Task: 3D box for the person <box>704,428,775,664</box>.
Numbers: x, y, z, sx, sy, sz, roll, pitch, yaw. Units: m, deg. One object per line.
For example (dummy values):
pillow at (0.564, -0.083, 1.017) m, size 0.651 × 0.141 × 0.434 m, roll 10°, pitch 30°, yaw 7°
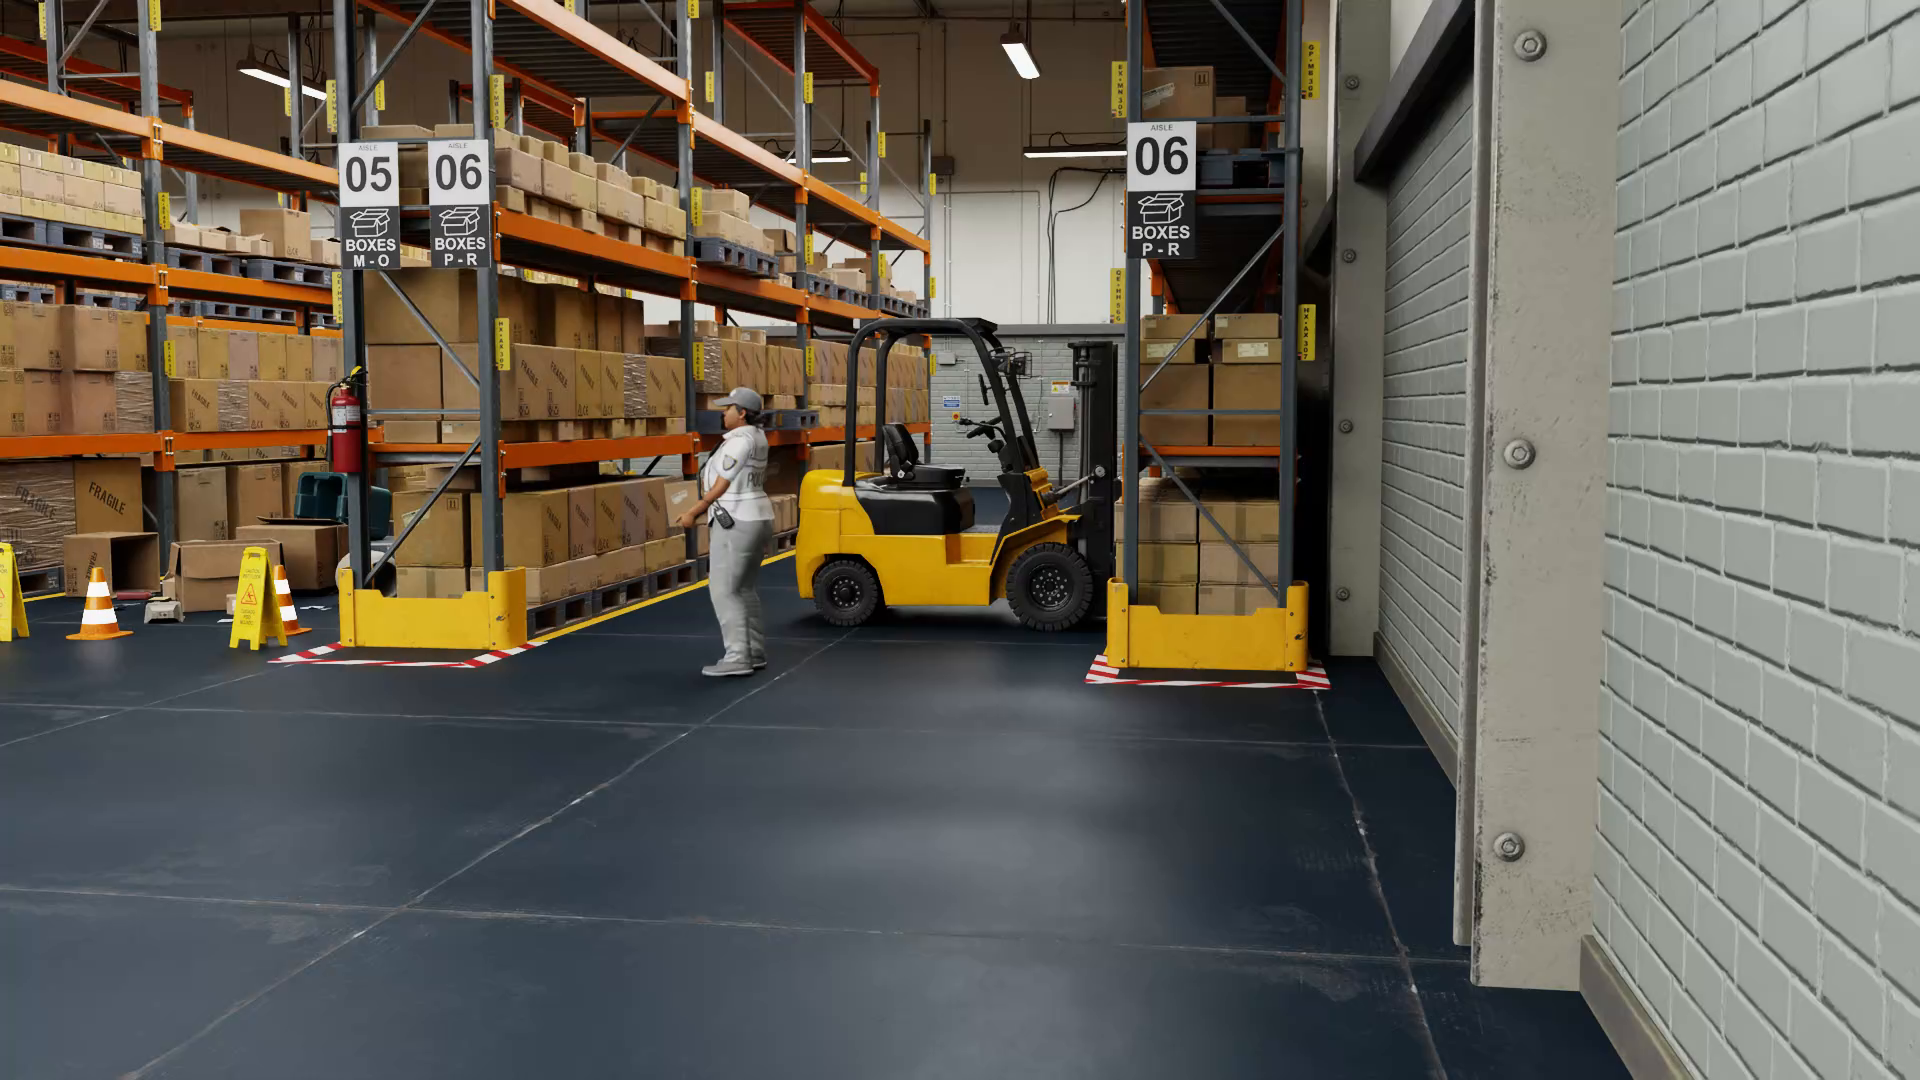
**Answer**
person at (-1.277, 0.029, 9.638) m, size 0.384 × 1.350 × 0.425 m, roll 1°, pitch 5°, yaw 10°
